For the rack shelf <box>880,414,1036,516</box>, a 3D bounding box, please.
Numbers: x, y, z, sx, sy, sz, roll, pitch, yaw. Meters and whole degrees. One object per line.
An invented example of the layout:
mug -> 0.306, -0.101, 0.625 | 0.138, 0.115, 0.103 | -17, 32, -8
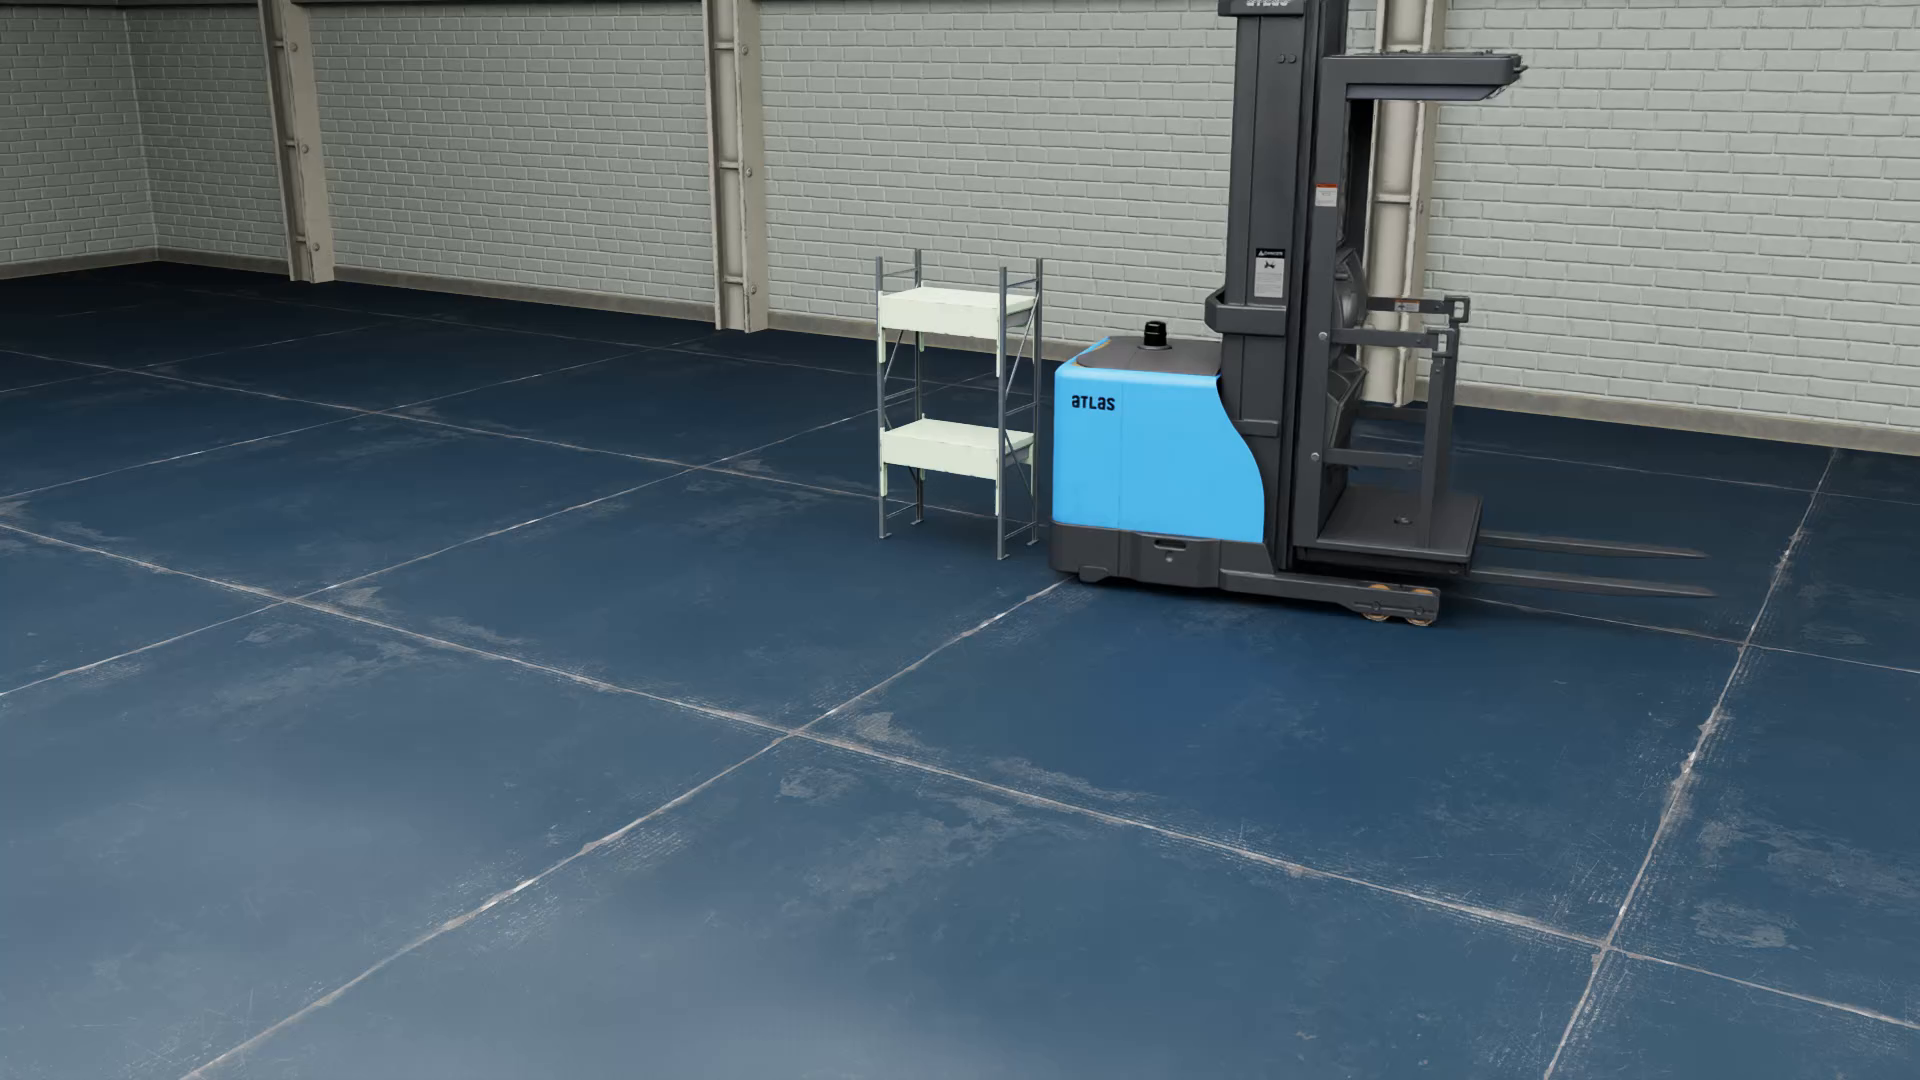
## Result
rack shelf -> -0.006, -0.407, 8.761 | 0.720, 0.370, 0.431 | 10, 20, 30

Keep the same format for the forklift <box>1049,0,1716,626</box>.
forklift -> 2.012, -1.185, 7.738 | 3.031, 2.935, 1.130 | 6, 18, 19

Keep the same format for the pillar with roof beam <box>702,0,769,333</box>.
pillar with roof beam -> -4.250, -5.184, 10.466 | 0.400, 9.000, 9.100 | 10, 20, 30

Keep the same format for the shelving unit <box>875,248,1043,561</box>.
shelving unit -> -0.006, -0.719, 8.667 | 0.755, 1.500, 0.431 | 10, 20, 30

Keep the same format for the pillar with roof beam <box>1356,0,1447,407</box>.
pillar with roof beam -> 0.863, -4.272, 7.462 | 0.400, 9.000, 9.100 | 10, 20, 30

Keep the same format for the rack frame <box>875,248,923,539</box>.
rack frame -> -0.318, -0.774, 8.850 | 0.023, 1.500, 0.400 | 10, 20, 30

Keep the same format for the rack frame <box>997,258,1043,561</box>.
rack frame -> 0.306, -0.663, 8.483 | 0.023, 1.500, 0.400 | 10, 20, 30

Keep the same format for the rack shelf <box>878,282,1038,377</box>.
rack shelf -> -0.006, -1.092, 8.553 | 0.720, 0.370, 0.431 | 10, 20, 30

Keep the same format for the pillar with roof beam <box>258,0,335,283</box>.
pillar with roof beam -> -9.363, -6.097, 13.471 | 0.400, 9.000, 9.100 | 10, 20, 30
